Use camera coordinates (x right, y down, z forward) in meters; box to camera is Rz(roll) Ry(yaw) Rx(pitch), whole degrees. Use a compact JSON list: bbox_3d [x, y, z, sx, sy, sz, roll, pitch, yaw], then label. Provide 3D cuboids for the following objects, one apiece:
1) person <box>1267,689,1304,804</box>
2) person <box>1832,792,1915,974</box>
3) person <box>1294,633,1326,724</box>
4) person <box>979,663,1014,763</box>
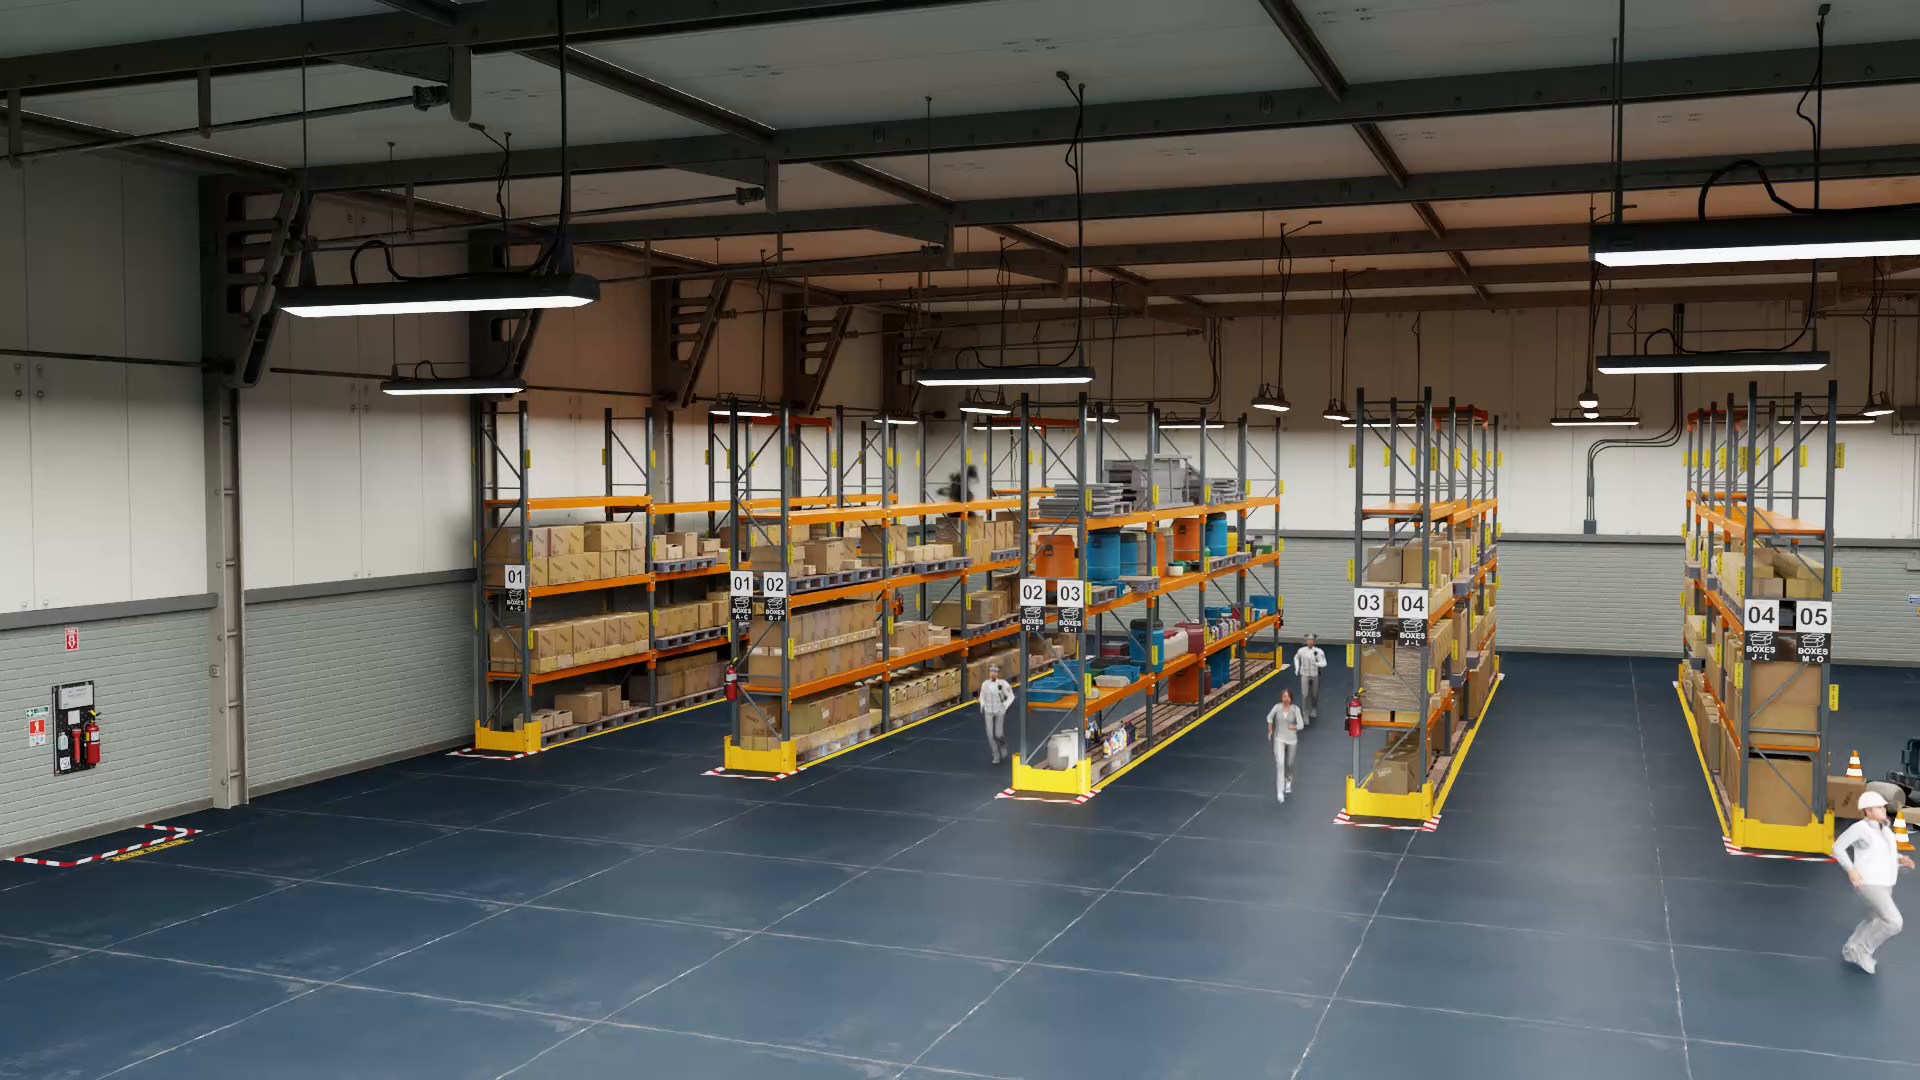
[{"bbox_3d":[4.788,3.048,24.488,0.520,1.535,0.759,0,3,9],"label":"person"},{"bbox_3d":[8.911,3.330,16.156,0.638,1.751,0.670,-2,3,-35],"label":"person"},{"bbox_3d":[6.644,2.596,31.559,0.607,1.689,0.935,1,3,13],"label":"person"},{"bbox_3d":[0.576,2.842,27.334,0.592,1.651,0.539,1,3,17],"label":"person"}]
